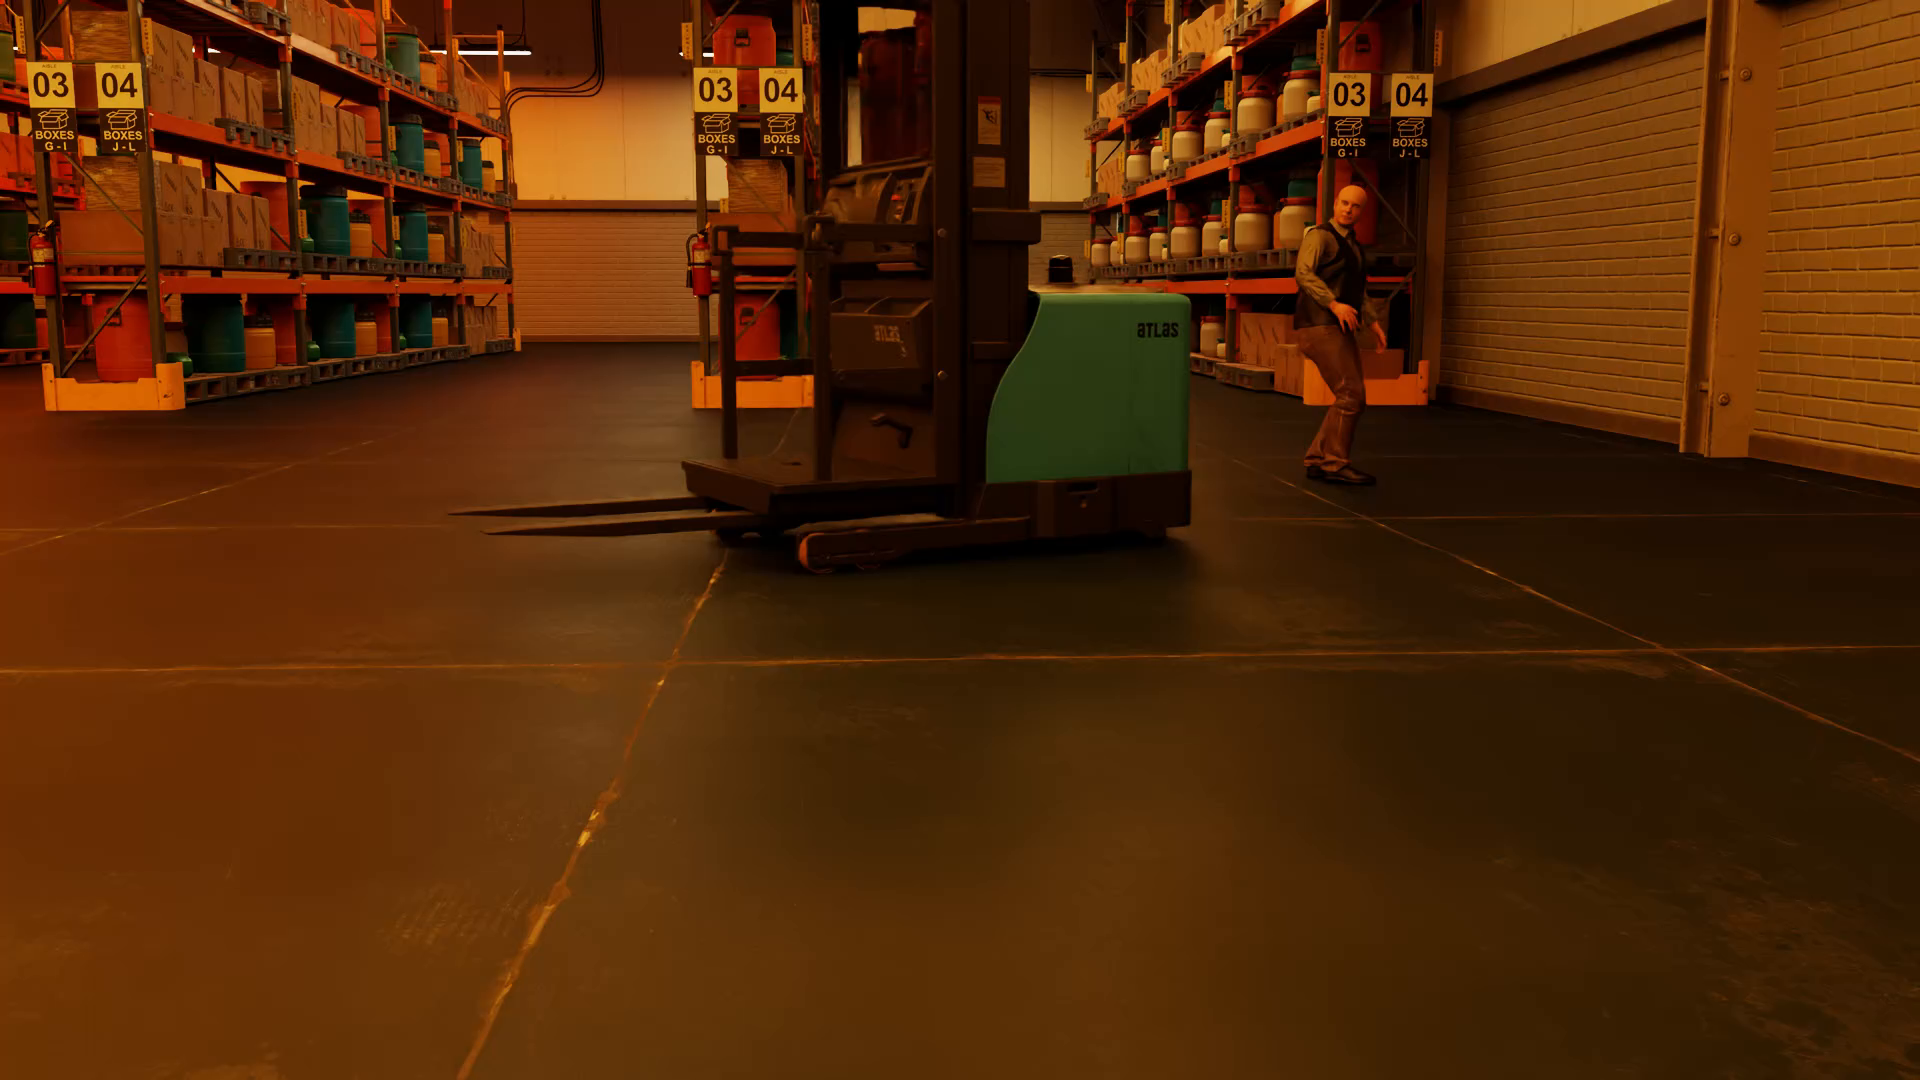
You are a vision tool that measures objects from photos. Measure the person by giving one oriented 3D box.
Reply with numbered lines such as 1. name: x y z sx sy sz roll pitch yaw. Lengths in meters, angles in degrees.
1. person: 2.206 -1.175 9.535 0.516 1.687 0.731 5 10 30

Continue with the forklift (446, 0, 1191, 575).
1. forklift: -0.534 -1.404 6.788 3.031 2.935 1.130 -5 10 -28
